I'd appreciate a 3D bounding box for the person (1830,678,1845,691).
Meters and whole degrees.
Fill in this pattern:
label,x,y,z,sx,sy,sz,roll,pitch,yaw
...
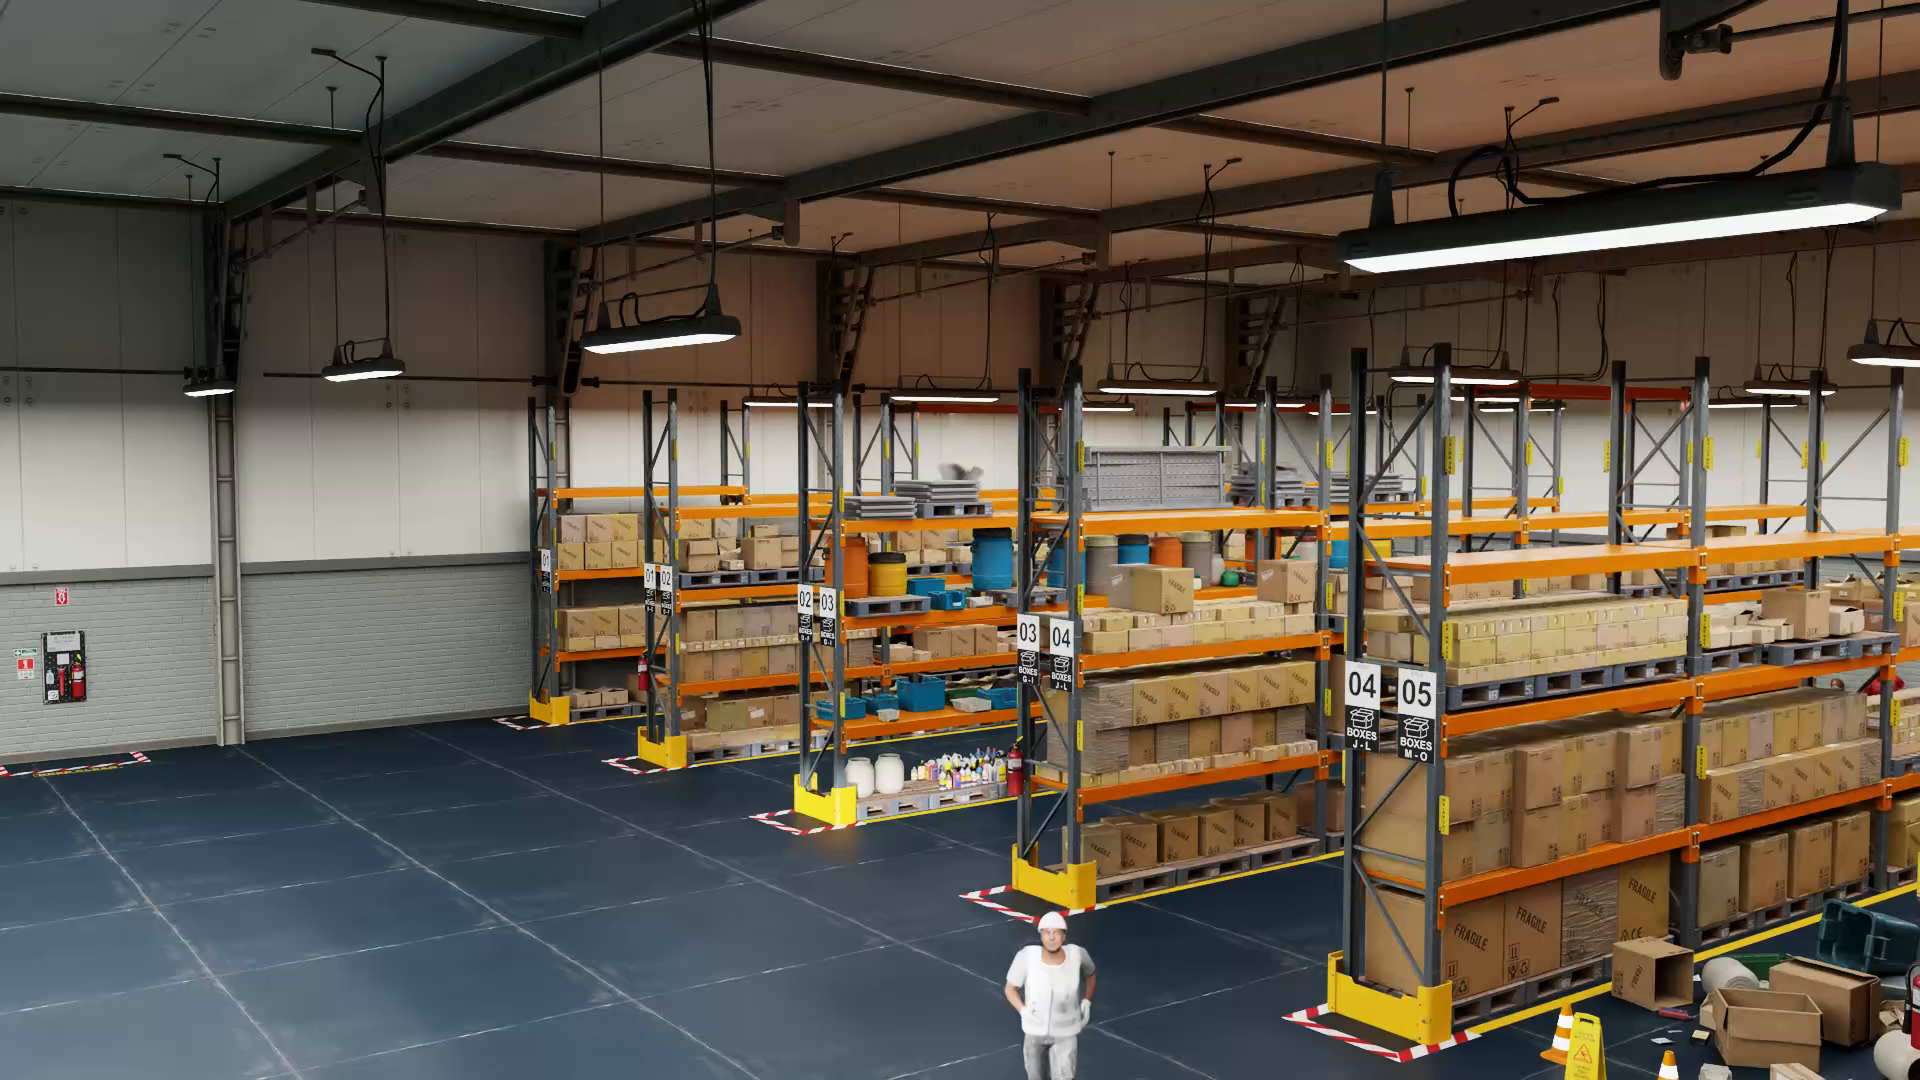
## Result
label,x,y,z,sx,sy,sz,roll,pitch,yaw
person,13.484,2.889,25.611,0.528,1.557,0.575,3,5,44

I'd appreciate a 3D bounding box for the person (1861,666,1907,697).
label,x,y,z,sx,sy,sz,roll,pitch,yaw
person,14.852,2.759,26.644,0.740,1.643,0.561,1,4,23

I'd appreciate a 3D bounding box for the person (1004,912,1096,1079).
label,x,y,z,sx,sy,sz,roll,pitch,yaw
person,0.645,3.570,12.083,0.648,1.781,1.160,1,3,10
